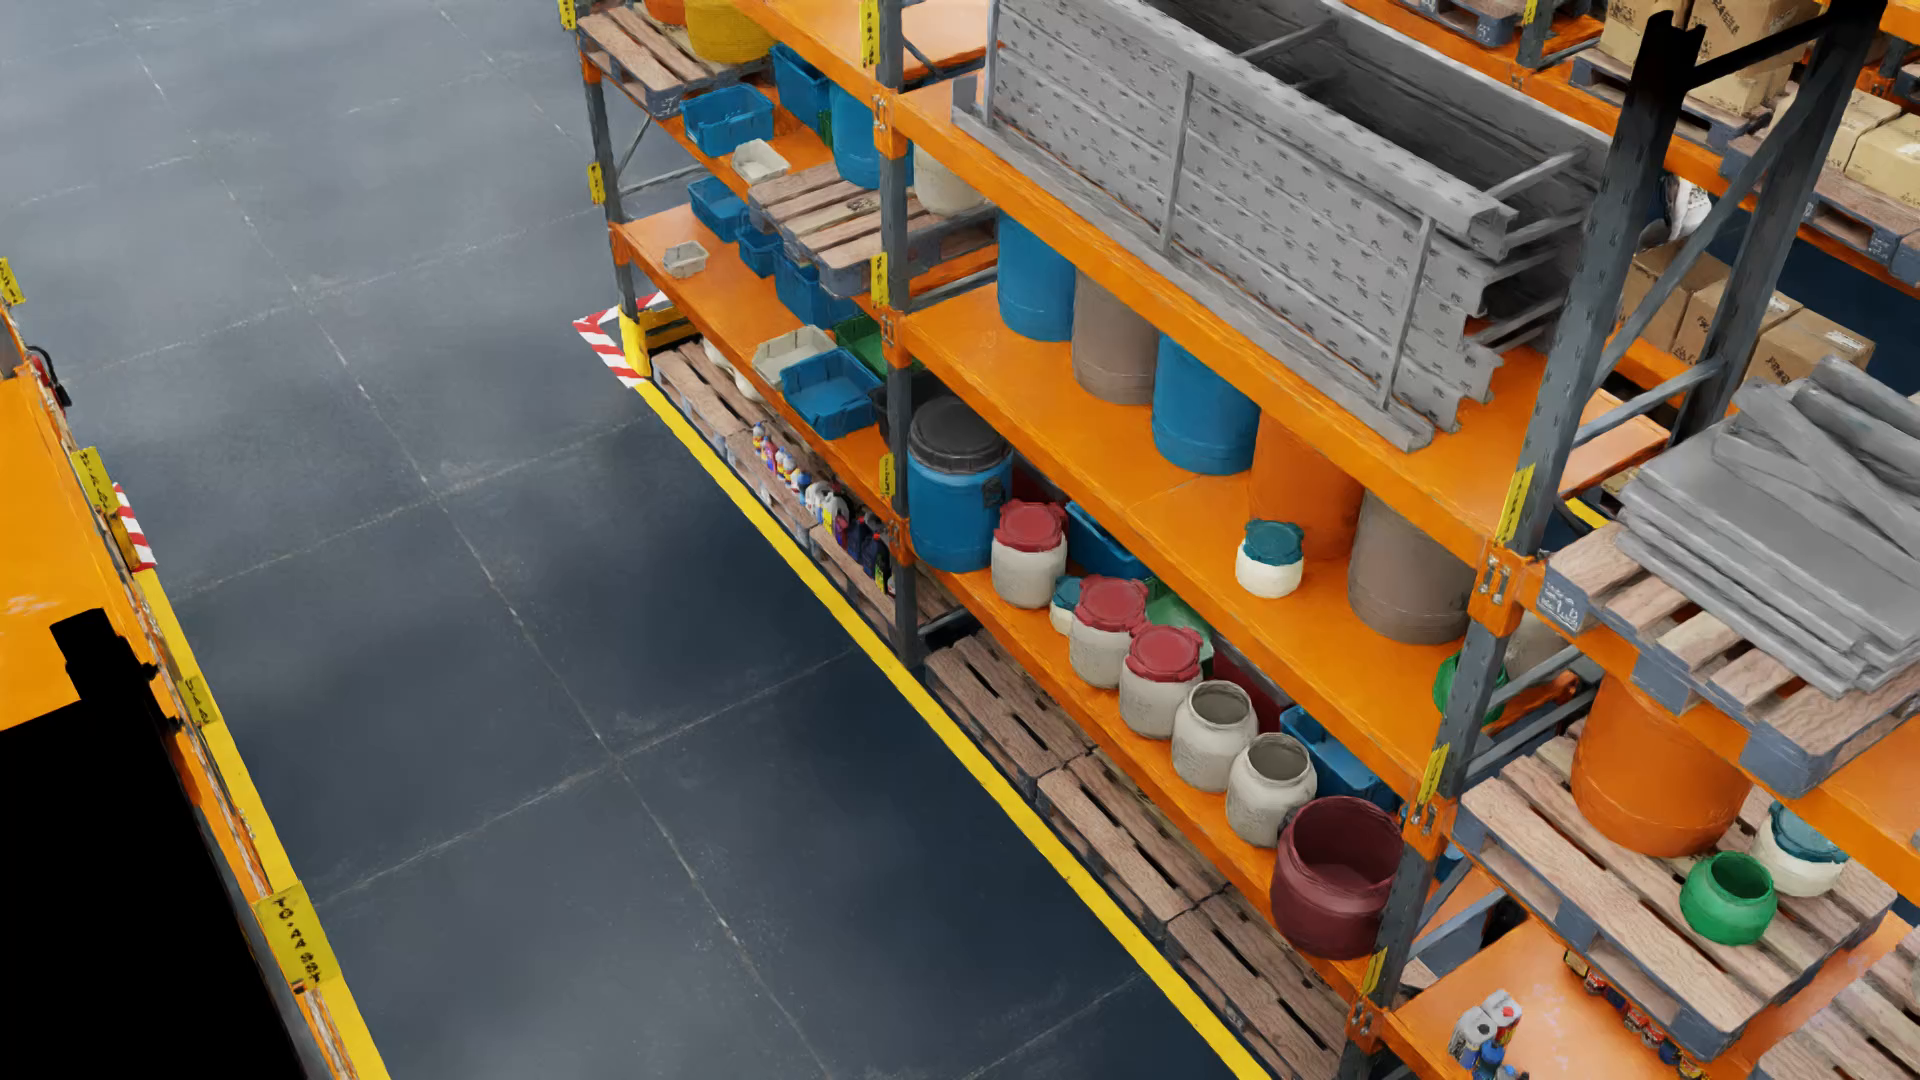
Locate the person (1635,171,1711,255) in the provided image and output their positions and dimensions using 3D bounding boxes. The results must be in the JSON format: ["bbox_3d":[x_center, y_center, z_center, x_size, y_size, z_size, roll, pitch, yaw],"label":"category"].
[{"bbox_3d":[5.798,-2.576,13.365,0.636,1.621,0.814,-20,46,-21],"label":"person"}]
